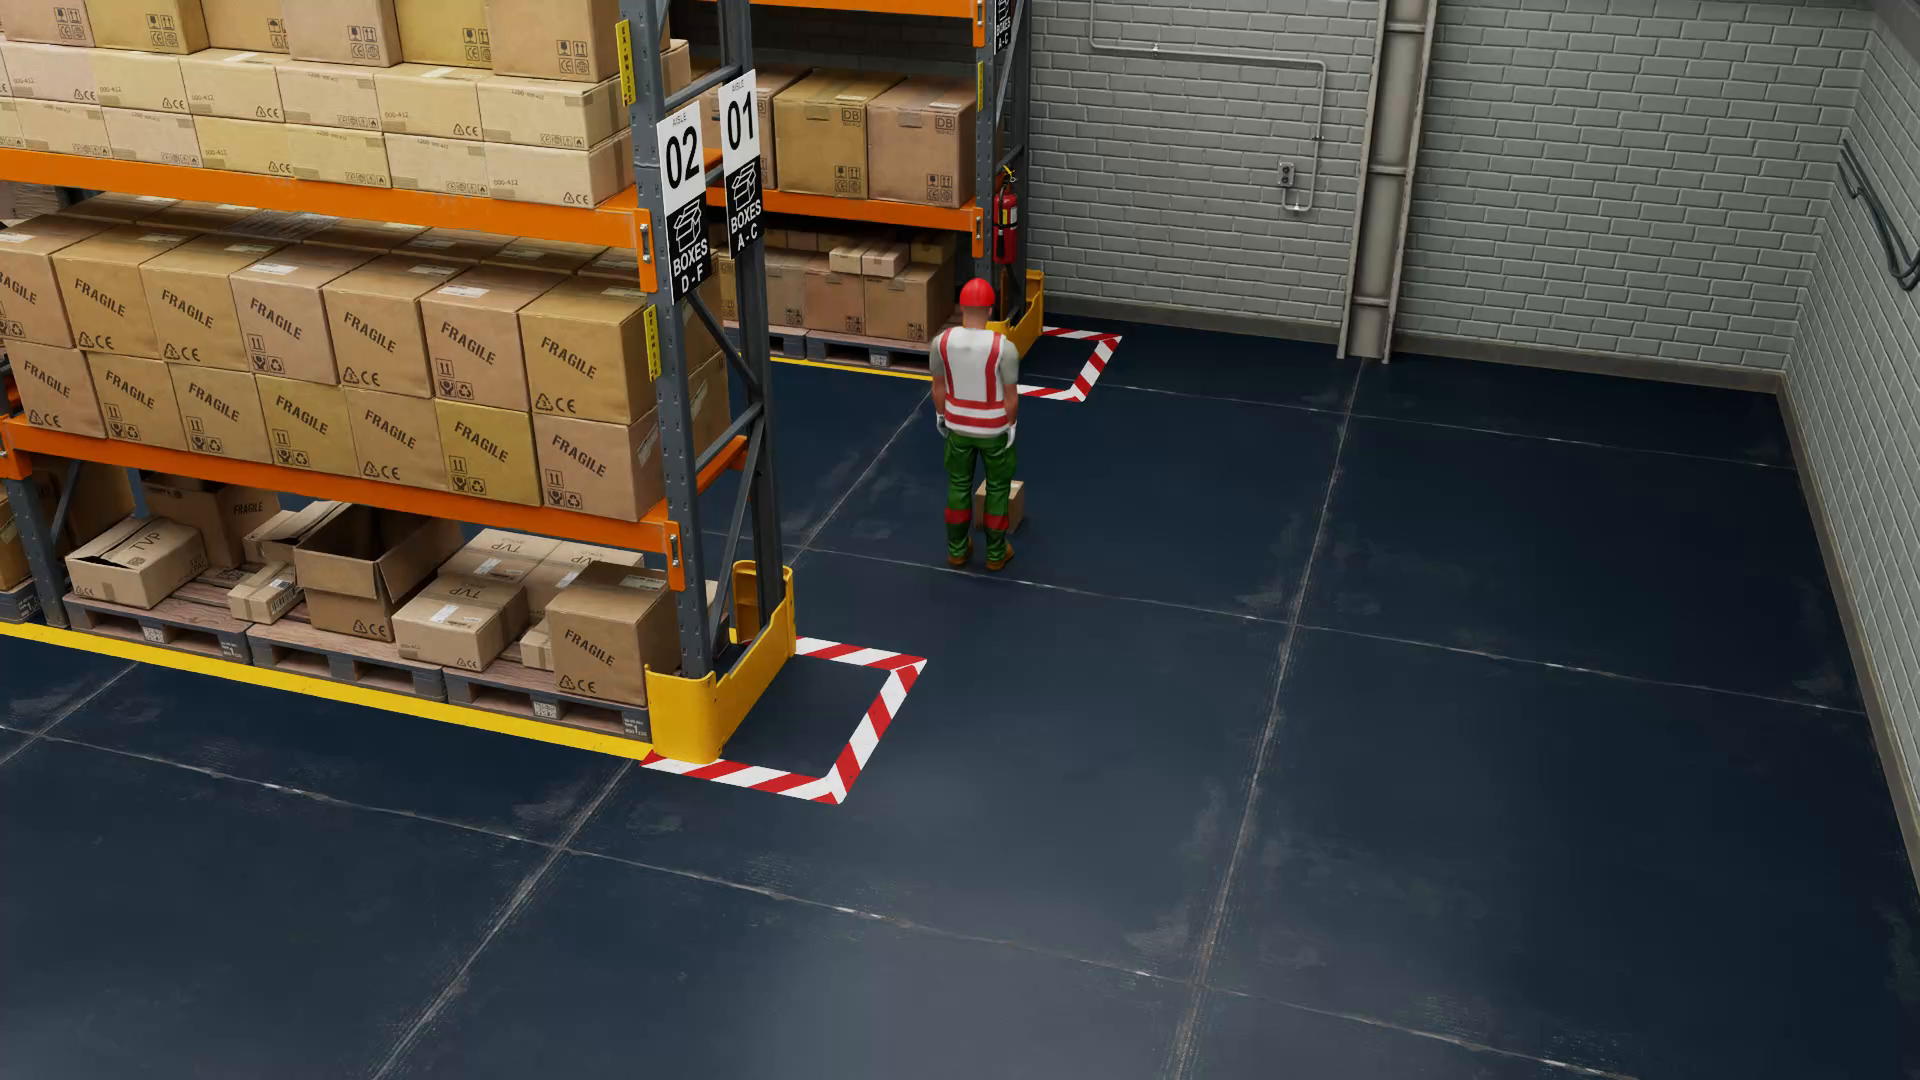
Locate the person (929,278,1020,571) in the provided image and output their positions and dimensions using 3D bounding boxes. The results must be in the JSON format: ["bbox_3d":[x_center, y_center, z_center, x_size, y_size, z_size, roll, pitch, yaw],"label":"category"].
[{"bbox_3d":[0.096,-0.669,9.706,0.528,1.776,0.358,9,30,16],"label":"person"}]
